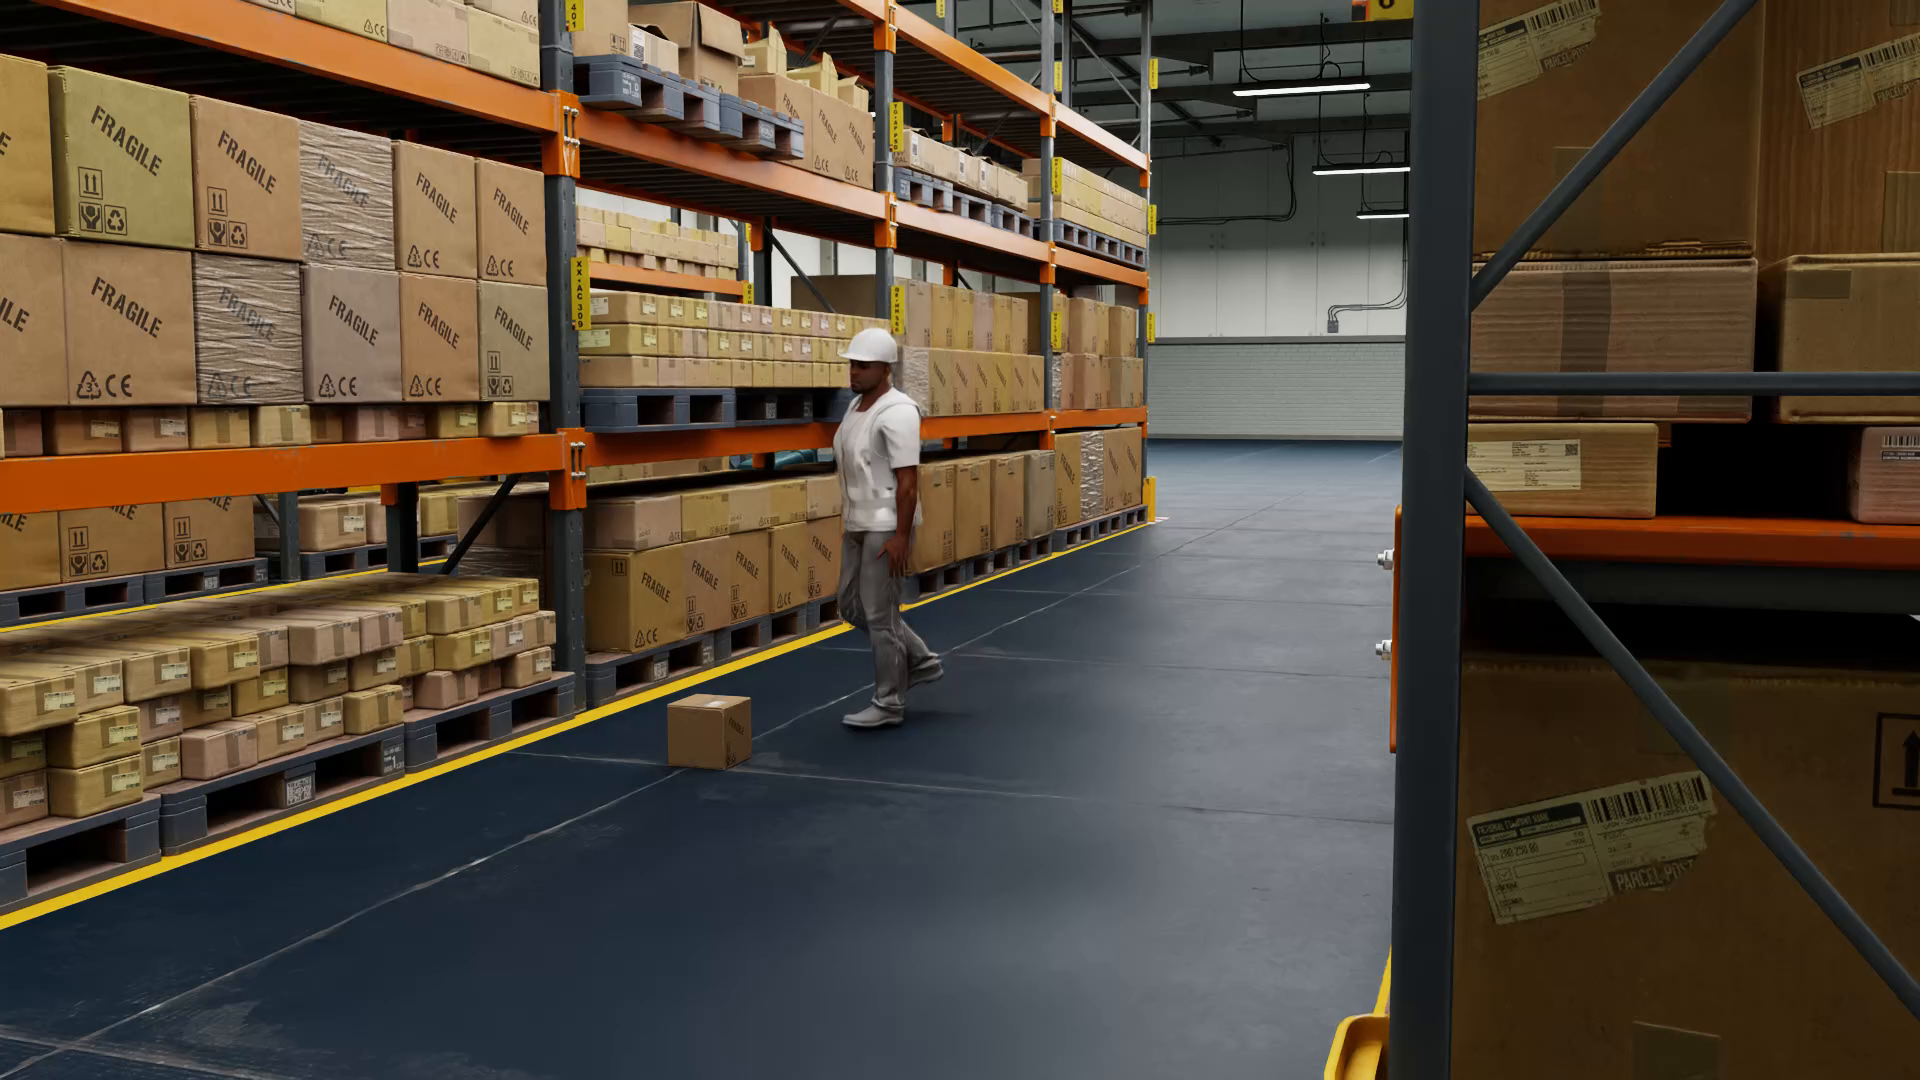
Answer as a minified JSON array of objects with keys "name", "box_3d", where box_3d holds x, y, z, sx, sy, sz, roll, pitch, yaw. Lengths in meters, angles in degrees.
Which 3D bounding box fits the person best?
[{"name":"person","box_3d":[-0.293,-0.054,7.421,0.579,1.765,0.609,-2,6,-24]}]
